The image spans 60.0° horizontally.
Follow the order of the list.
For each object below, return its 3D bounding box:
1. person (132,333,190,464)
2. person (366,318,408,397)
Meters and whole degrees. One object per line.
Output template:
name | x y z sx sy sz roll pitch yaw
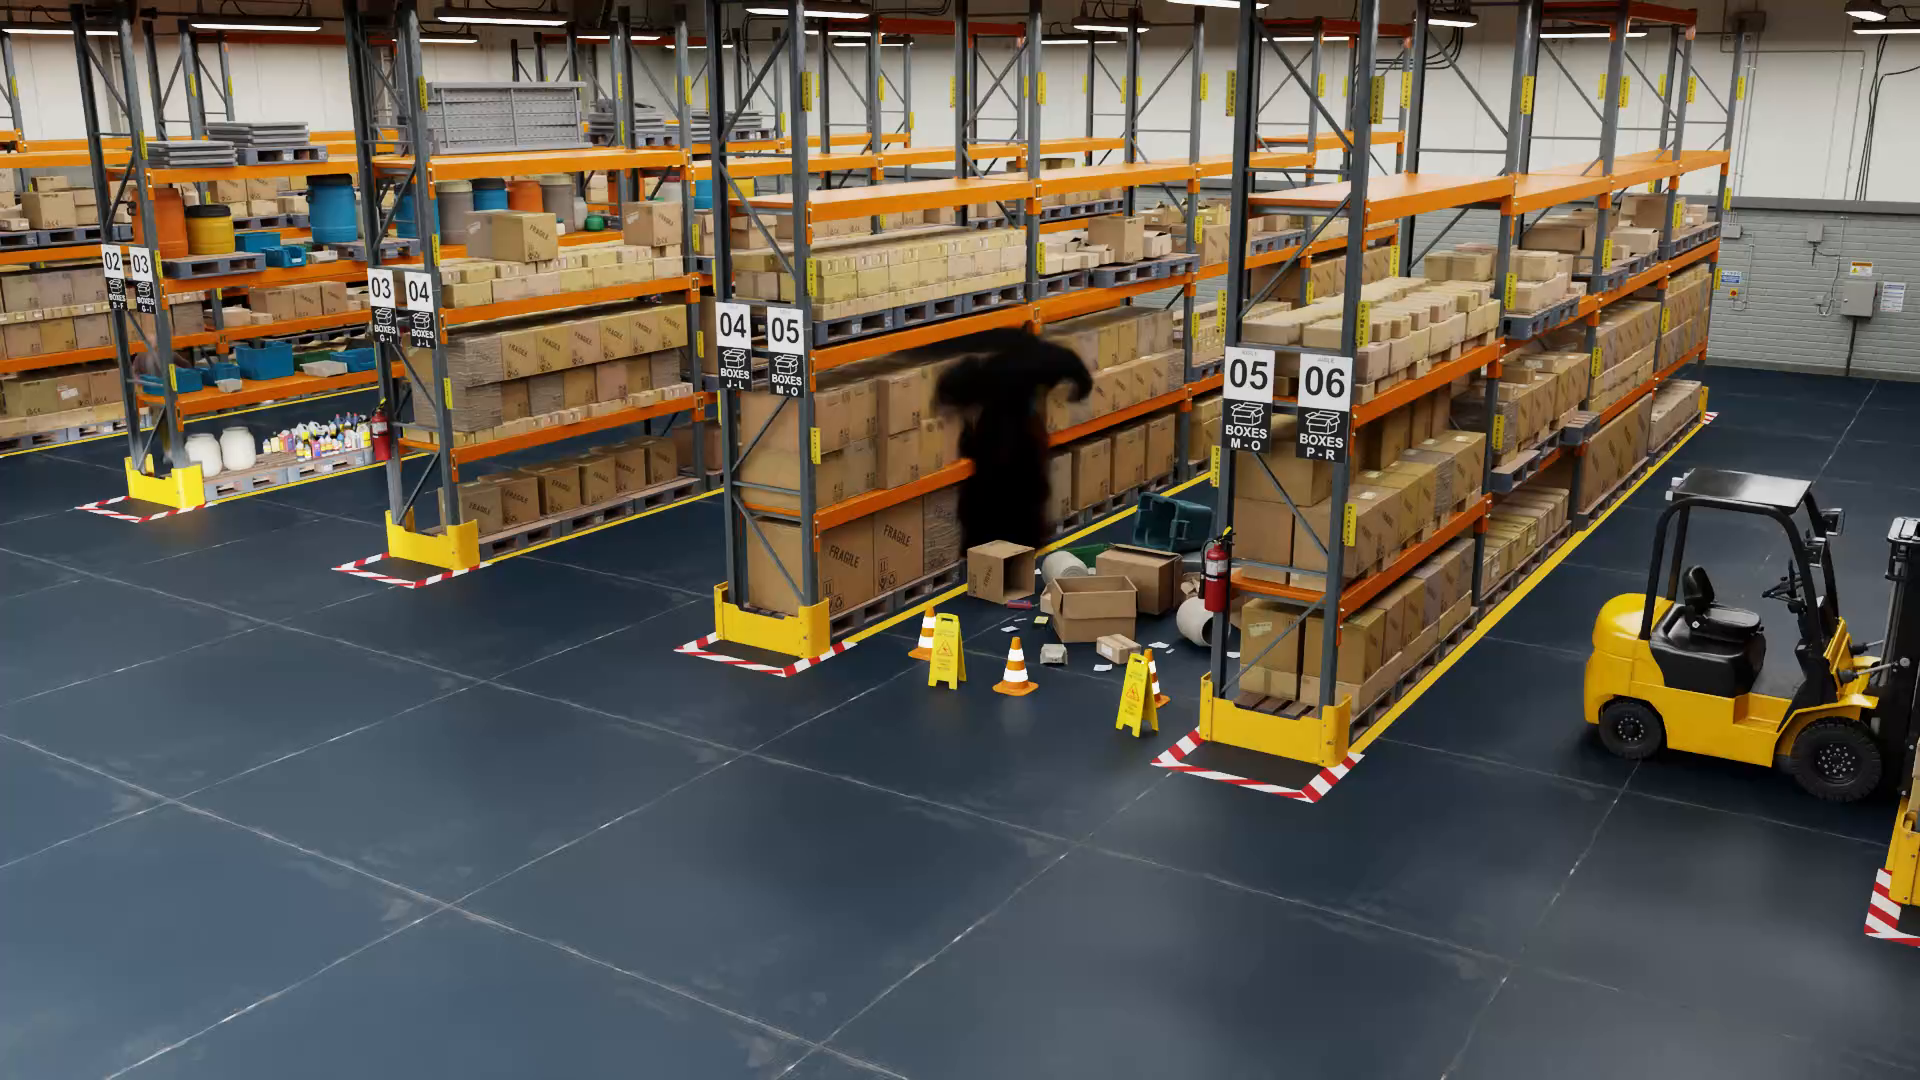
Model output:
person | -11.053 -1.956 22.967 0.647 1.810 0.884 4 16 14
person | -9.348 -3.072 27.117 0.521 1.746 0.849 7 17 24
